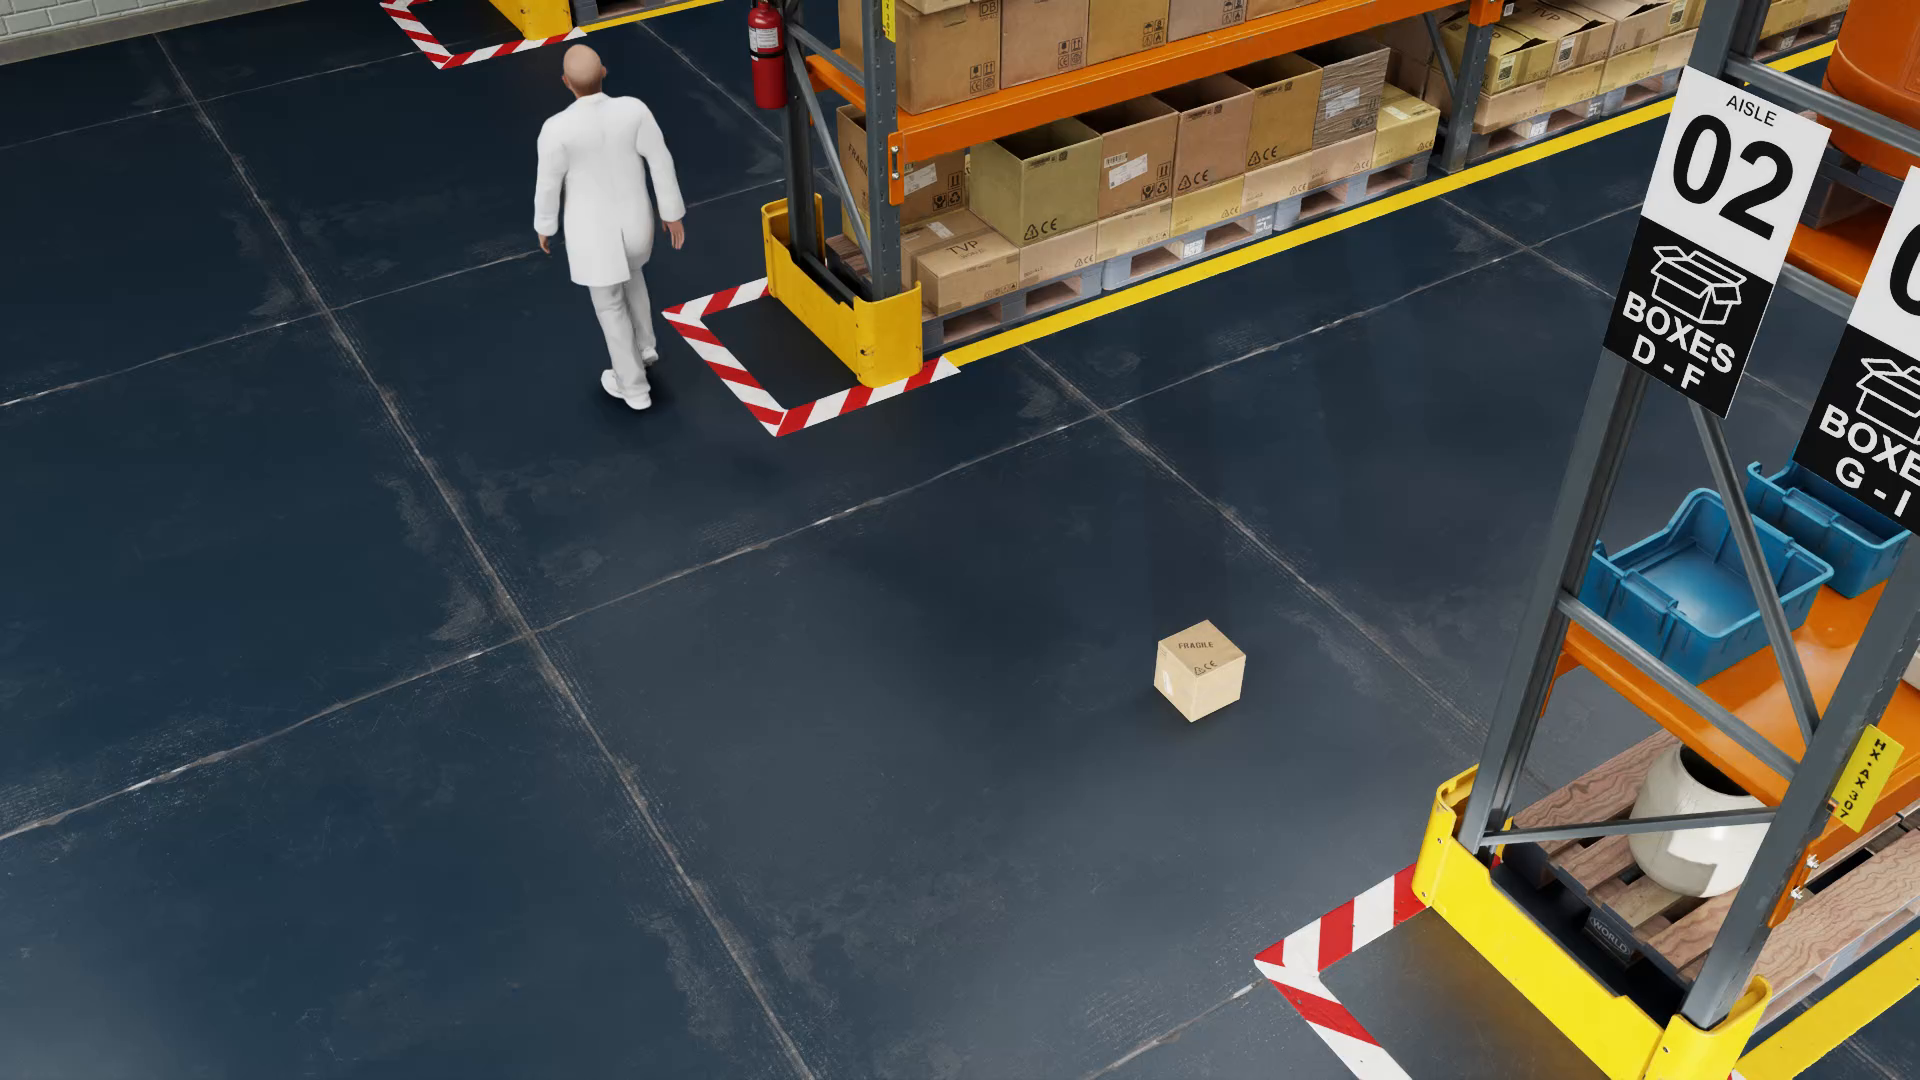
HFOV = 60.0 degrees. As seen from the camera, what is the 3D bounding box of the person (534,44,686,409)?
[{"bbox_3d":[-1.647,-1.452,7.918,0.662,1.857,0.576,-23,45,-25],"label":"person"}]
